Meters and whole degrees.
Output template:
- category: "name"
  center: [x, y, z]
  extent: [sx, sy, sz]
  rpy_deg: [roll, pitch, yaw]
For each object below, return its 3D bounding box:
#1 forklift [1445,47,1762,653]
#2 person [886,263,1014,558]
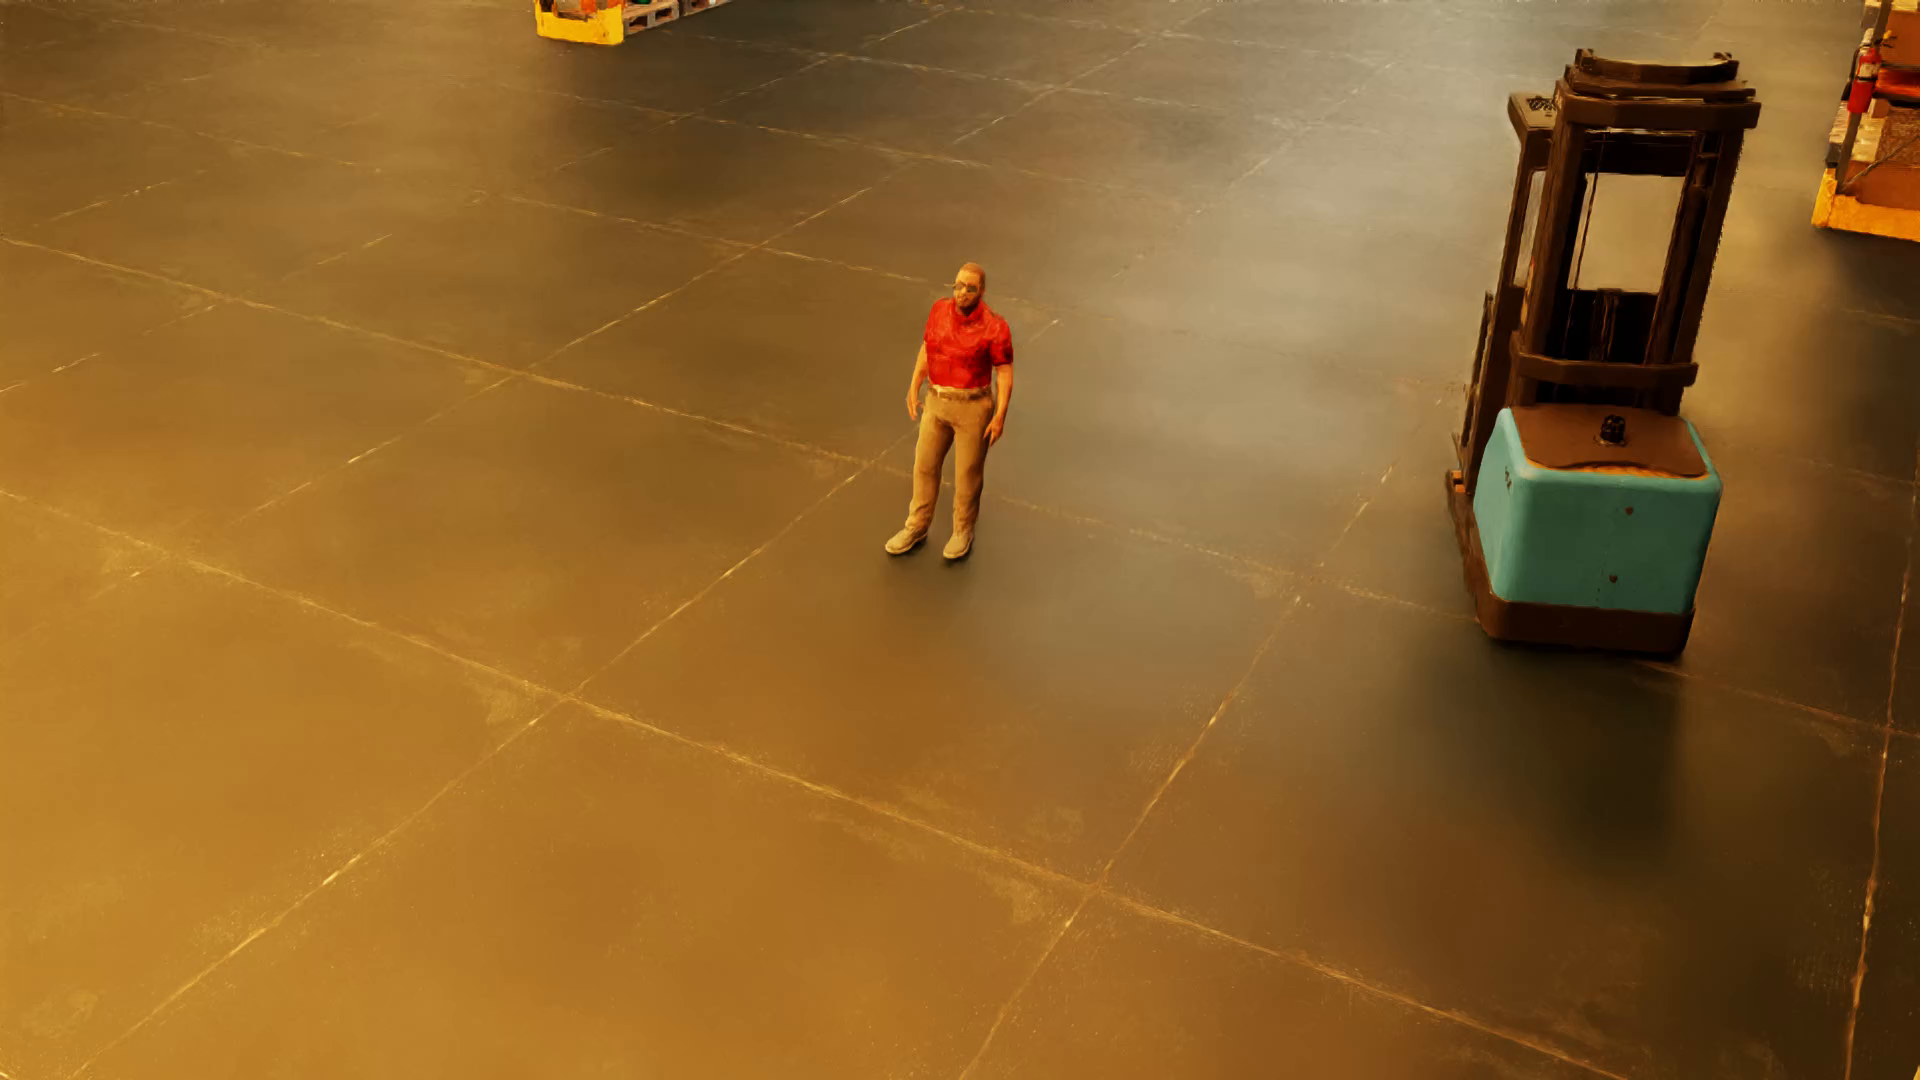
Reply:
- category: "forklift"
  center: [3.578, -1.387, 9.473]
  extent: [1.130, 2.935, 3.031]
  rpy_deg: [4, 30, 8]
- category: "person"
  center: [-0.054, -0.719, 9.504]
  extent: [0.640, 1.727, 0.550]
  rpy_deg: [15, 33, 25]
